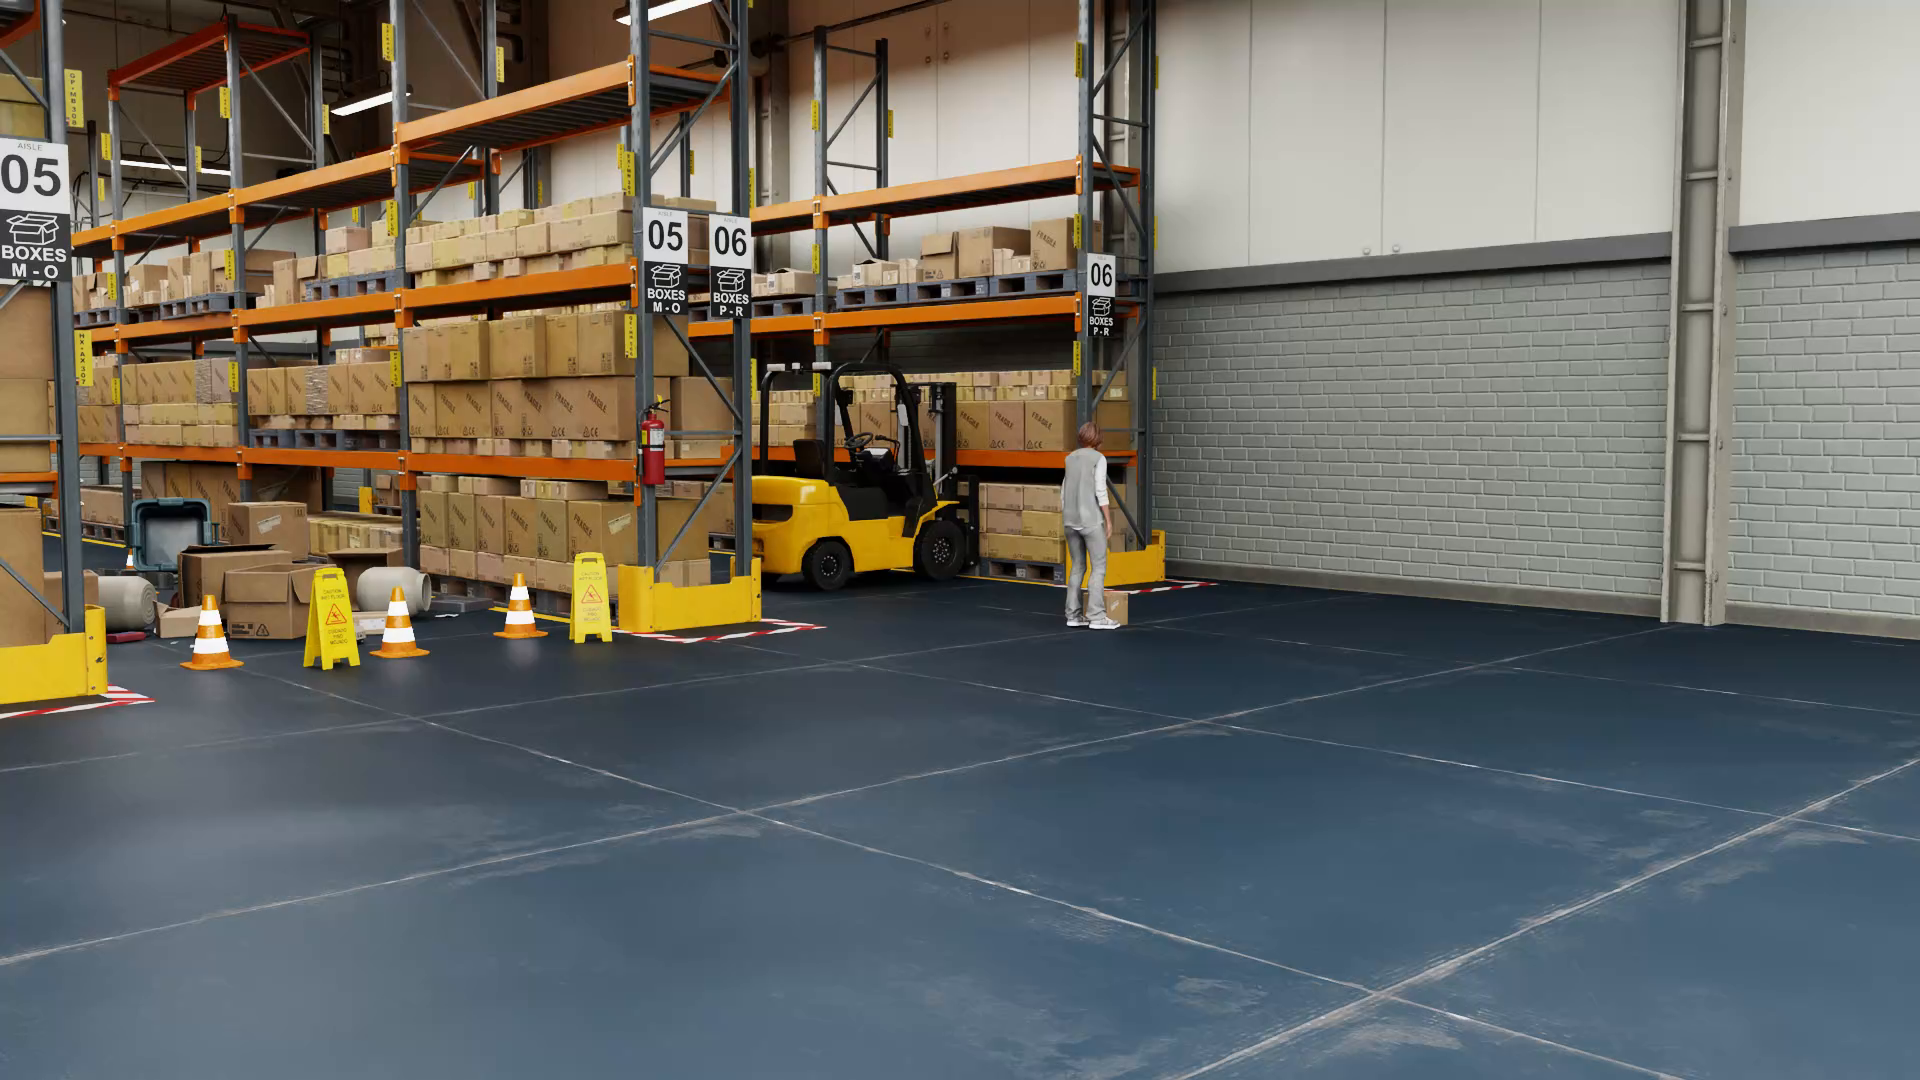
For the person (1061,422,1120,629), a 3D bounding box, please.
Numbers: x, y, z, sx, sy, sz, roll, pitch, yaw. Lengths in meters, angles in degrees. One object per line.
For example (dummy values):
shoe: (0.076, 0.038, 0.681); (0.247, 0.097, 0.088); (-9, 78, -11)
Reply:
person: (0.980, -0.114, 12.867); (0.348, 1.592, 0.465); (-4, 6, -44)
